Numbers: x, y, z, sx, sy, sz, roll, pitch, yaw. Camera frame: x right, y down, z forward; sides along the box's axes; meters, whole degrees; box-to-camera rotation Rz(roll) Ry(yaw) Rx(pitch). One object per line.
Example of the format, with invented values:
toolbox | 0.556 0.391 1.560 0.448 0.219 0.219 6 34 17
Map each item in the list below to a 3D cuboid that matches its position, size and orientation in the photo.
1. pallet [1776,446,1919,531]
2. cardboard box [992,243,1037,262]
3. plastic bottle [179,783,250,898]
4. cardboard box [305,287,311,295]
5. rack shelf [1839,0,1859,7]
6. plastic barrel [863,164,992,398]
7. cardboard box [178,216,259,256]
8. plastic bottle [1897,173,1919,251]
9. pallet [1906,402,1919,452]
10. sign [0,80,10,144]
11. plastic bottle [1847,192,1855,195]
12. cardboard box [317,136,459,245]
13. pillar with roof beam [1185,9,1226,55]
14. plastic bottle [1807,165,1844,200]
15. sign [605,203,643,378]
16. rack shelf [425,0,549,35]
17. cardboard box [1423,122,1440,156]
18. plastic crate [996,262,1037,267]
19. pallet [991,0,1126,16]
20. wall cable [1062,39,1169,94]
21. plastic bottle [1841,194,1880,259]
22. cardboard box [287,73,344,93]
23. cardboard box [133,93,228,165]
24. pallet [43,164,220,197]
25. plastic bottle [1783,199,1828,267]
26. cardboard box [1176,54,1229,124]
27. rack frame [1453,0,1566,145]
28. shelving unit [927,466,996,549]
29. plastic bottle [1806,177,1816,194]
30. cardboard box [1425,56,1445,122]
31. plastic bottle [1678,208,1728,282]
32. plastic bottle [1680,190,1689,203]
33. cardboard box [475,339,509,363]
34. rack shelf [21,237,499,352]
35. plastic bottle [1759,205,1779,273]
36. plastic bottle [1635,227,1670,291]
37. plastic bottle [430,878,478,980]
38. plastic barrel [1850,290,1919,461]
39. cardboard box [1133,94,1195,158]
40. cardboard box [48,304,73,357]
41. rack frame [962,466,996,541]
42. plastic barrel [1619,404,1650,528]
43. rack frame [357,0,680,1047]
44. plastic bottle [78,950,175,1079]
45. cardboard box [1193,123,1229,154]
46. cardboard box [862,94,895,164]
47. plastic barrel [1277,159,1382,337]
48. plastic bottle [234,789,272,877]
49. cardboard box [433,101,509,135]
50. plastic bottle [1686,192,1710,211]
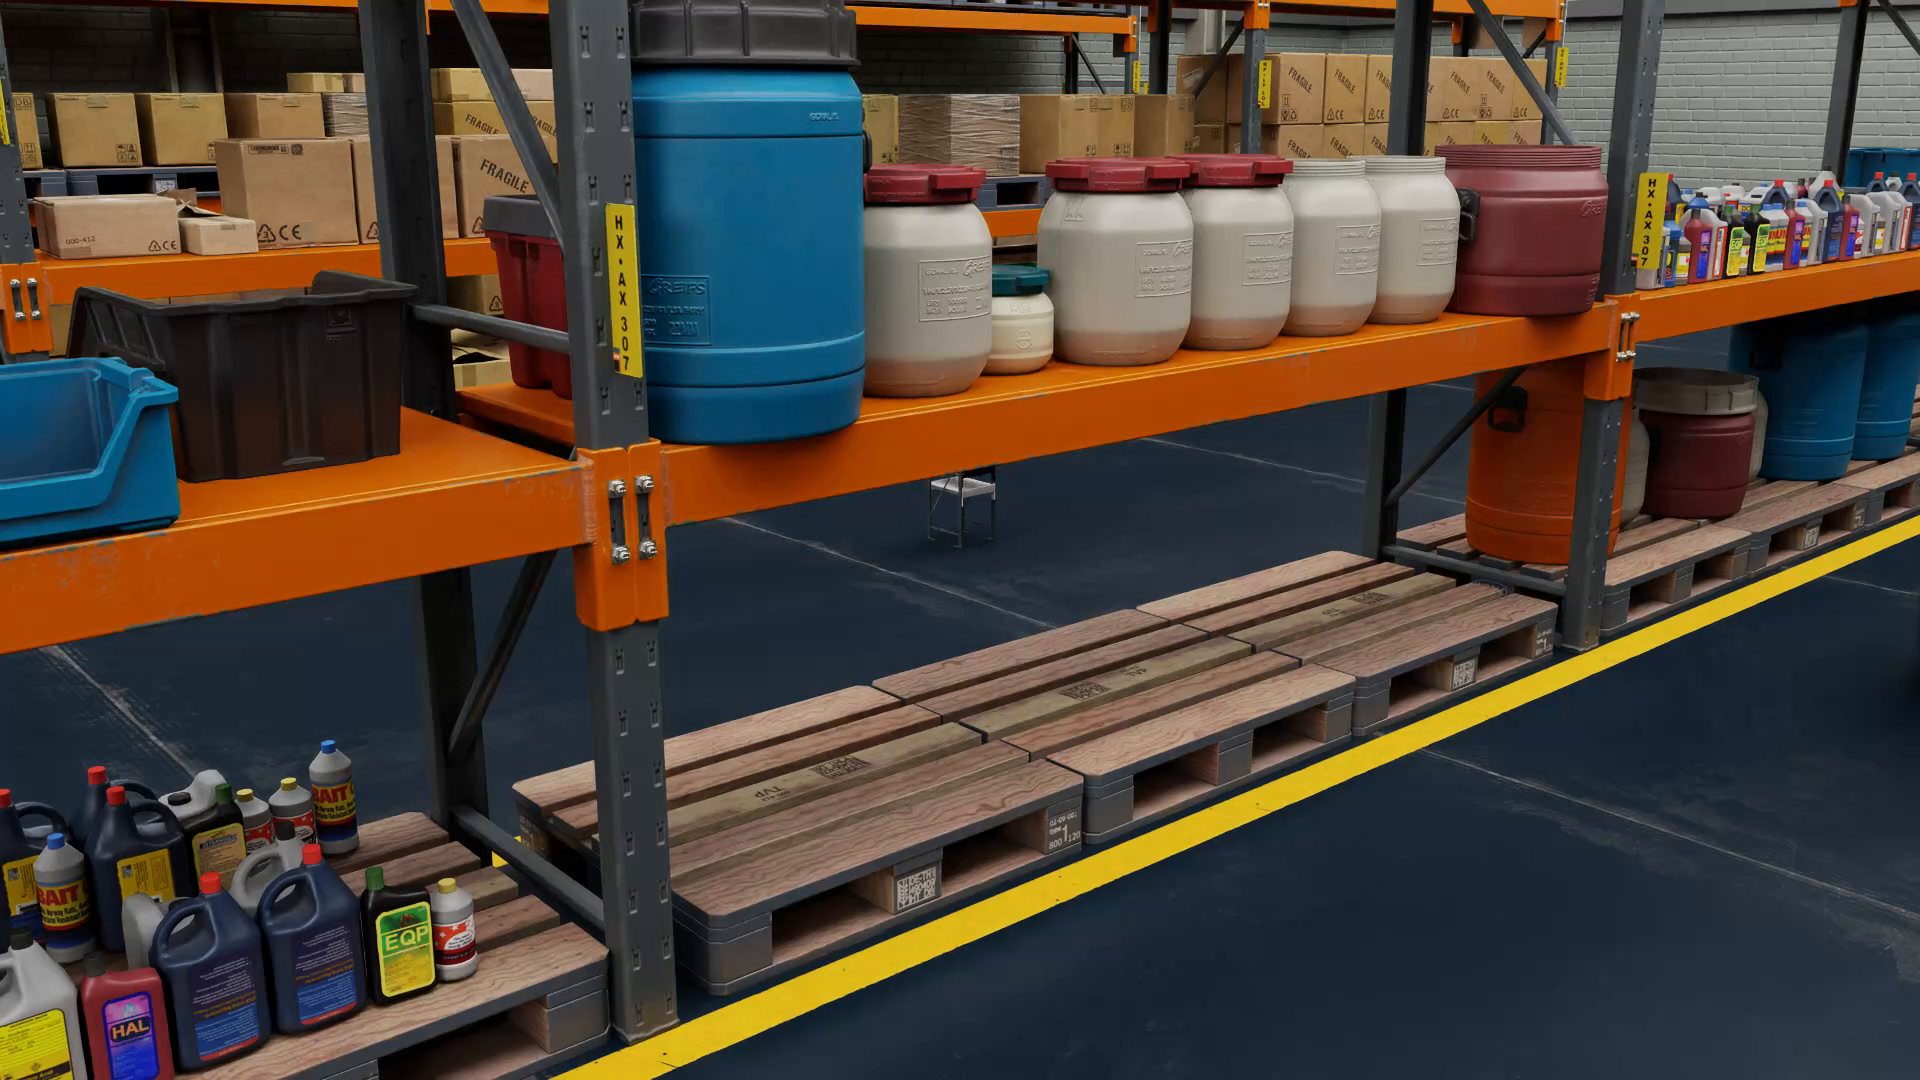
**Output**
pallet | 4.428 -0.339 8.611 1.213 0.211 1.003 -13 19 -39
cardboard box | 0.509 -1.937 11.729 0.500 0.250 0.500 -13 19 -39
plastic bottle | -1.682 0.695 3.746 0.133 0.283 0.061 -13 19 -39
cardboard box | -4.993 -1.933 13.165 0.500 0.500 0.700 -12 19 -39
rack shelf | 3.528 -2.572 7.148 4.000 0.370 1.077 -13 19 -39
plastic barrel | -0.132 -0.639 4.066 0.433 0.535 0.433 0 15 0
cardboard box | -3.444 -1.408 7.695 0.250 0.149 0.380 -13 19 -39
plastic bottle | 4.419 -1.535 7.778 0.185 0.351 0.144 -13 19 -39
pallet | 5.566 -0.594 9.565 1.213 0.211 1.003 -13 19 -39
sign | -3.881 -1.768 6.724 0.005 0.325 0.100 -13 19 -39
plastic bottle | 4.099 -1.468 7.684 0.097 0.271 0.097 0 15 0
cardboard box | -2.881 -1.768 8.363 0.500 0.500 0.500 -13 19 -39
pillar with roof beam | 5.846 -7.102 16.899 0.400 9.000 9.100 -13 19 -39
plastic bottle | 4.528 -1.782 8.704 0.185 0.351 0.144 -13 19 -39
sign | -0.645 -0.479 3.193 0.005 0.325 0.100 -13 19 -39
rack shelf | -2.975 -4.501 14.368 4.000 0.370 1.077 -13 19 -39
cardboard box | 3.497 -3.114 13.401 0.500 0.500 0.500 -13 20 -40
plastic crate | 0.131 -0.702 4.974 0.662 0.188 0.450 -13 19 -39
pallet | 0.999 -5.694 17.614 1.213 0.211 1.003 -13 19 -39
wall cable | 1.896 -5.307 19.838 1.851 1.984 0.084 -13 19 -39
plastic bottle | 4.019 -1.410 7.457 0.135 0.276 0.152 -13 19 -39
cardboard box | -4.957 -3.513 12.785 0.380 0.149 0.250 12 19 38
cardboard box | -5.757 -3.024 12.213 0.500 0.500 0.700 -13 19 -39
pallet | -5.950 -2.624 12.134 1.213 0.211 1.003 -13 19 -39
plastic bottle | 3.604 -1.317 7.108 0.135 0.276 0.152 -13 19 -39
cardboard box | 2.000 -3.442 12.690 0.500 0.500 0.500 -13 19 -39
rack frame | 4.806 -3.452 14.860 0.127 3.000 1.000 -13 19 -39
shelving unit | 0.006 -0.436 7.639 0.210 0.900 0.258 -13 19 -39
plastic bottle | 4.480 -1.774 8.804 0.133 0.283 0.061 -13 19 -39
cardboard box | 3.495 -3.593 13.256 0.500 0.500 0.500 -12 19 -38
plastic bottle | 2.907 -1.160 6.522 0.135 0.276 0.152 -13 19 -39
plastic bottle | 3.385 -1.516 7.862 0.097 0.271 0.097 0 15 0
cardboard box | -2.233 -0.931 8.850 0.500 0.311 0.500 -13 20 -40
rack shelf | -2.738 -1.410 8.611 4.000 0.370 1.077 -13 19 -39
plastic bottle | 3.287 -1.234 6.807 0.097 0.271 0.097 0 15 0
plastic bottle | 2.558 -1.082 6.229 0.135 0.276 0.152 -13 19 -39
plastic bottle | -1.067 0.808 3.484 0.097 0.201 0.097 0 15 0
plastic barrel | 4.616 -0.909 8.595 0.708 0.901 0.600 -13 19 -39
cardboard box | 1.284 -2.989 12.119 0.700 0.500 0.500 8 17 28
cardboard box | -6.600 -1.613 11.966 0.500 0.500 0.700 -13 20 -40
rack frame | 0.083 -0.453 7.703 0.006 0.900 0.240 -13 19 -39
plastic barrel | 2.745 -0.332 7.186 0.421 0.512 0.421 0 15 0
rack frame | -0.998 -0.454 3.637 0.127 3.000 1.000 -13 19 -39
plastic bottle | -1.535 0.879 3.057 0.133 0.283 0.061 -11 19 -36
cardboard box | 1.997 -2.957 12.814 0.500 0.500 0.500 -12 19 -38
cardboard box | -0.828 -2.476 10.201 0.700 0.500 0.500 8 17 28
plastic barrel | 1.066 -0.898 5.084 0.421 0.512 0.421 0 15 0
plastic bottle | -1.680 0.689 3.930 0.097 0.201 0.097 0 15 0
cardboard box | -3.949 -3.294 13.462 0.500 0.500 0.500 -12 19 -38
plastic bottle | 3.407 -1.471 7.695 0.097 0.271 0.097 0 15 0
